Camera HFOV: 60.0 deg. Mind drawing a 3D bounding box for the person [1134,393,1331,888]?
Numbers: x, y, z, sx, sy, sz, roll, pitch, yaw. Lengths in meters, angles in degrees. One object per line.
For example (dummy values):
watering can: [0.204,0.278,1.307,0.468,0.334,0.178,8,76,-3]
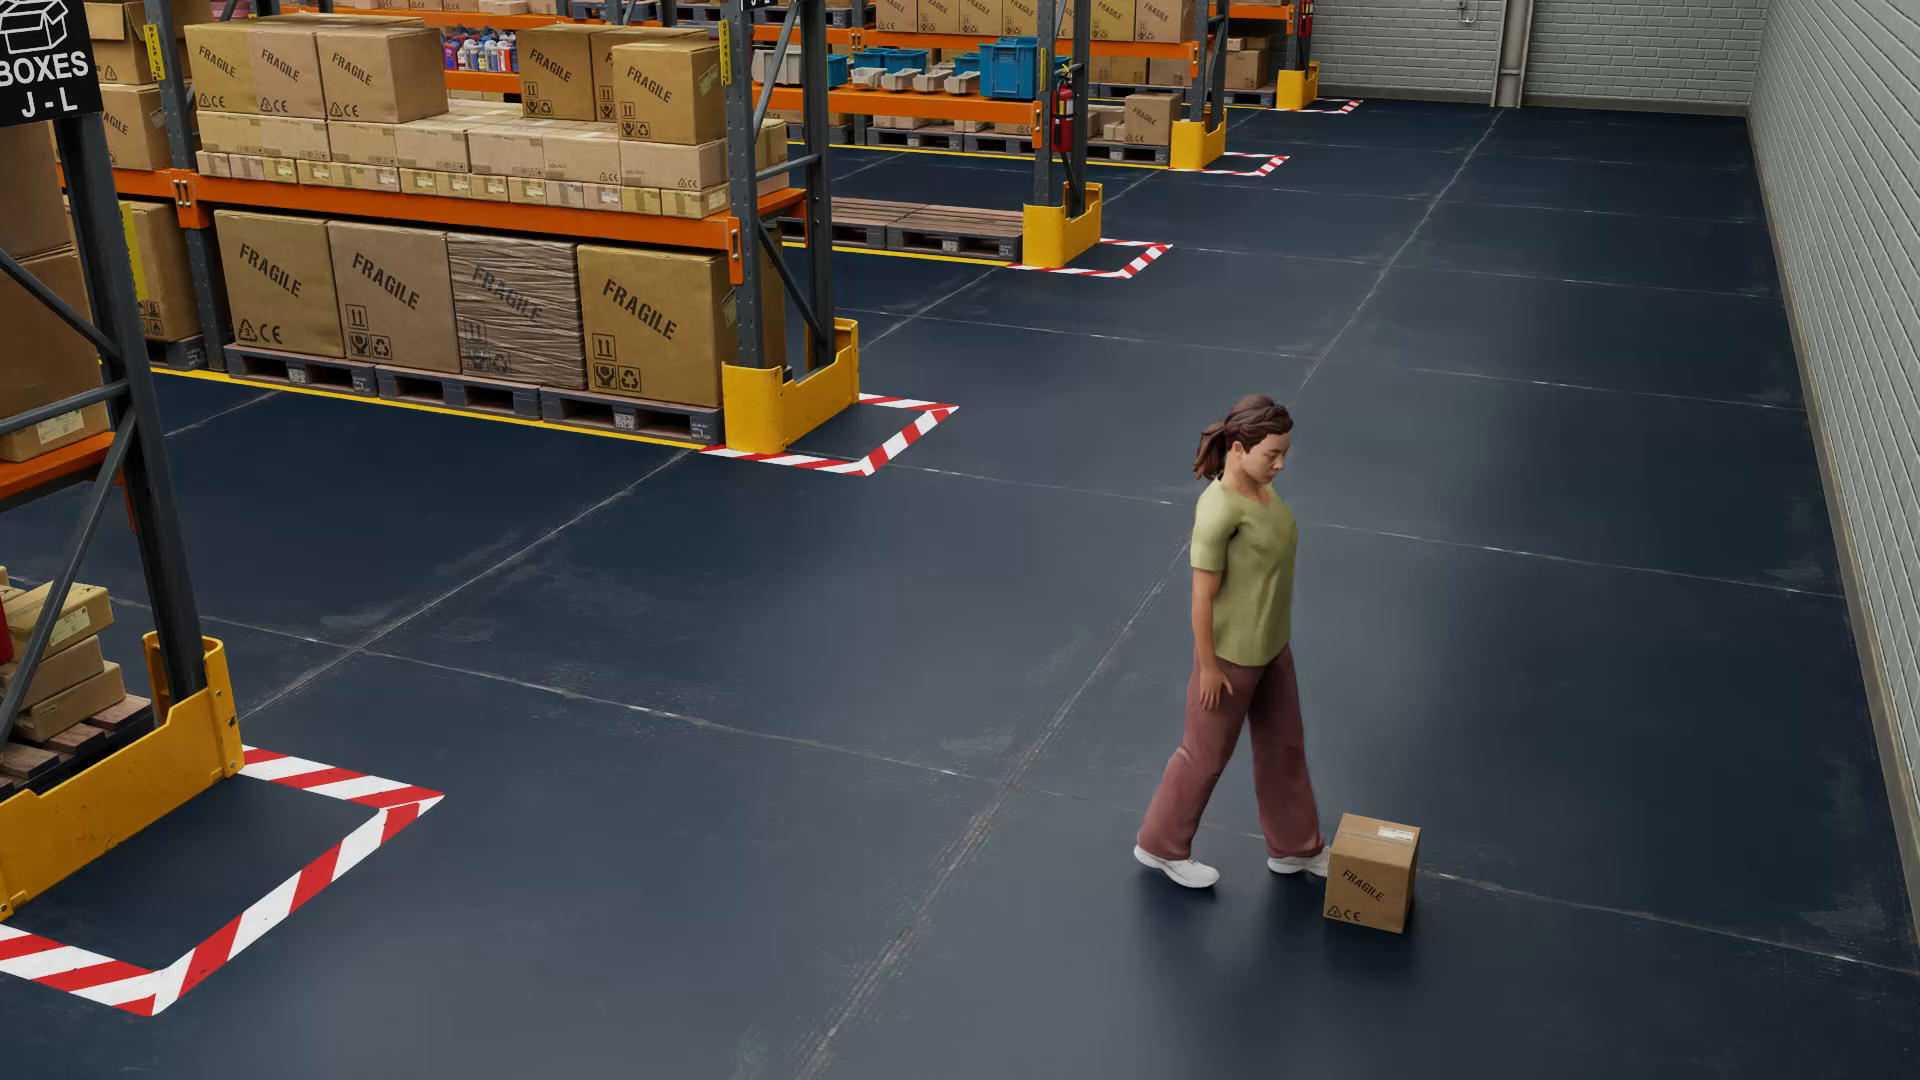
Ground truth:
person: [0.942,0.351,5.230,0.706,1.663,0.464,12,25,26]
